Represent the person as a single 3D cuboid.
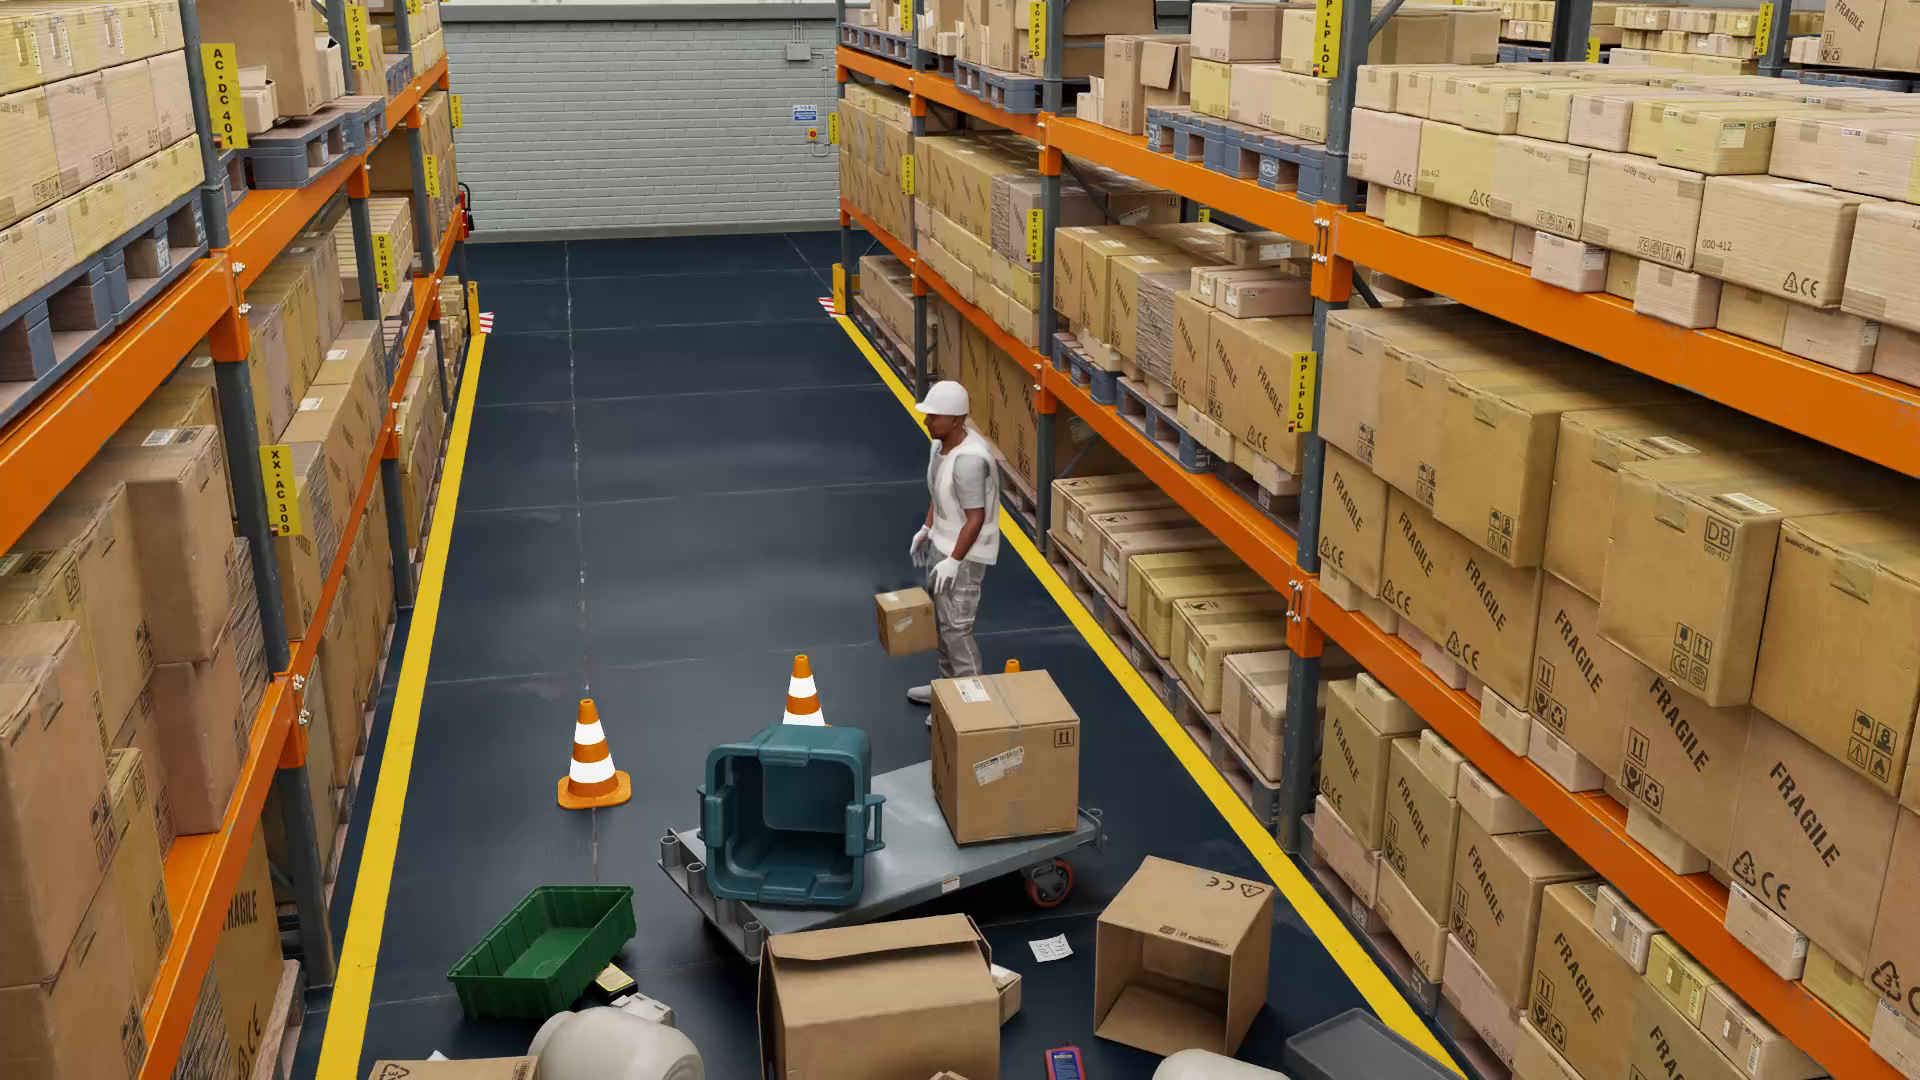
[{"bbox_3d":[-0.024,0.064,8.361,0.411,1.781,0.575,-5,20,-15],"label":"person"}]
